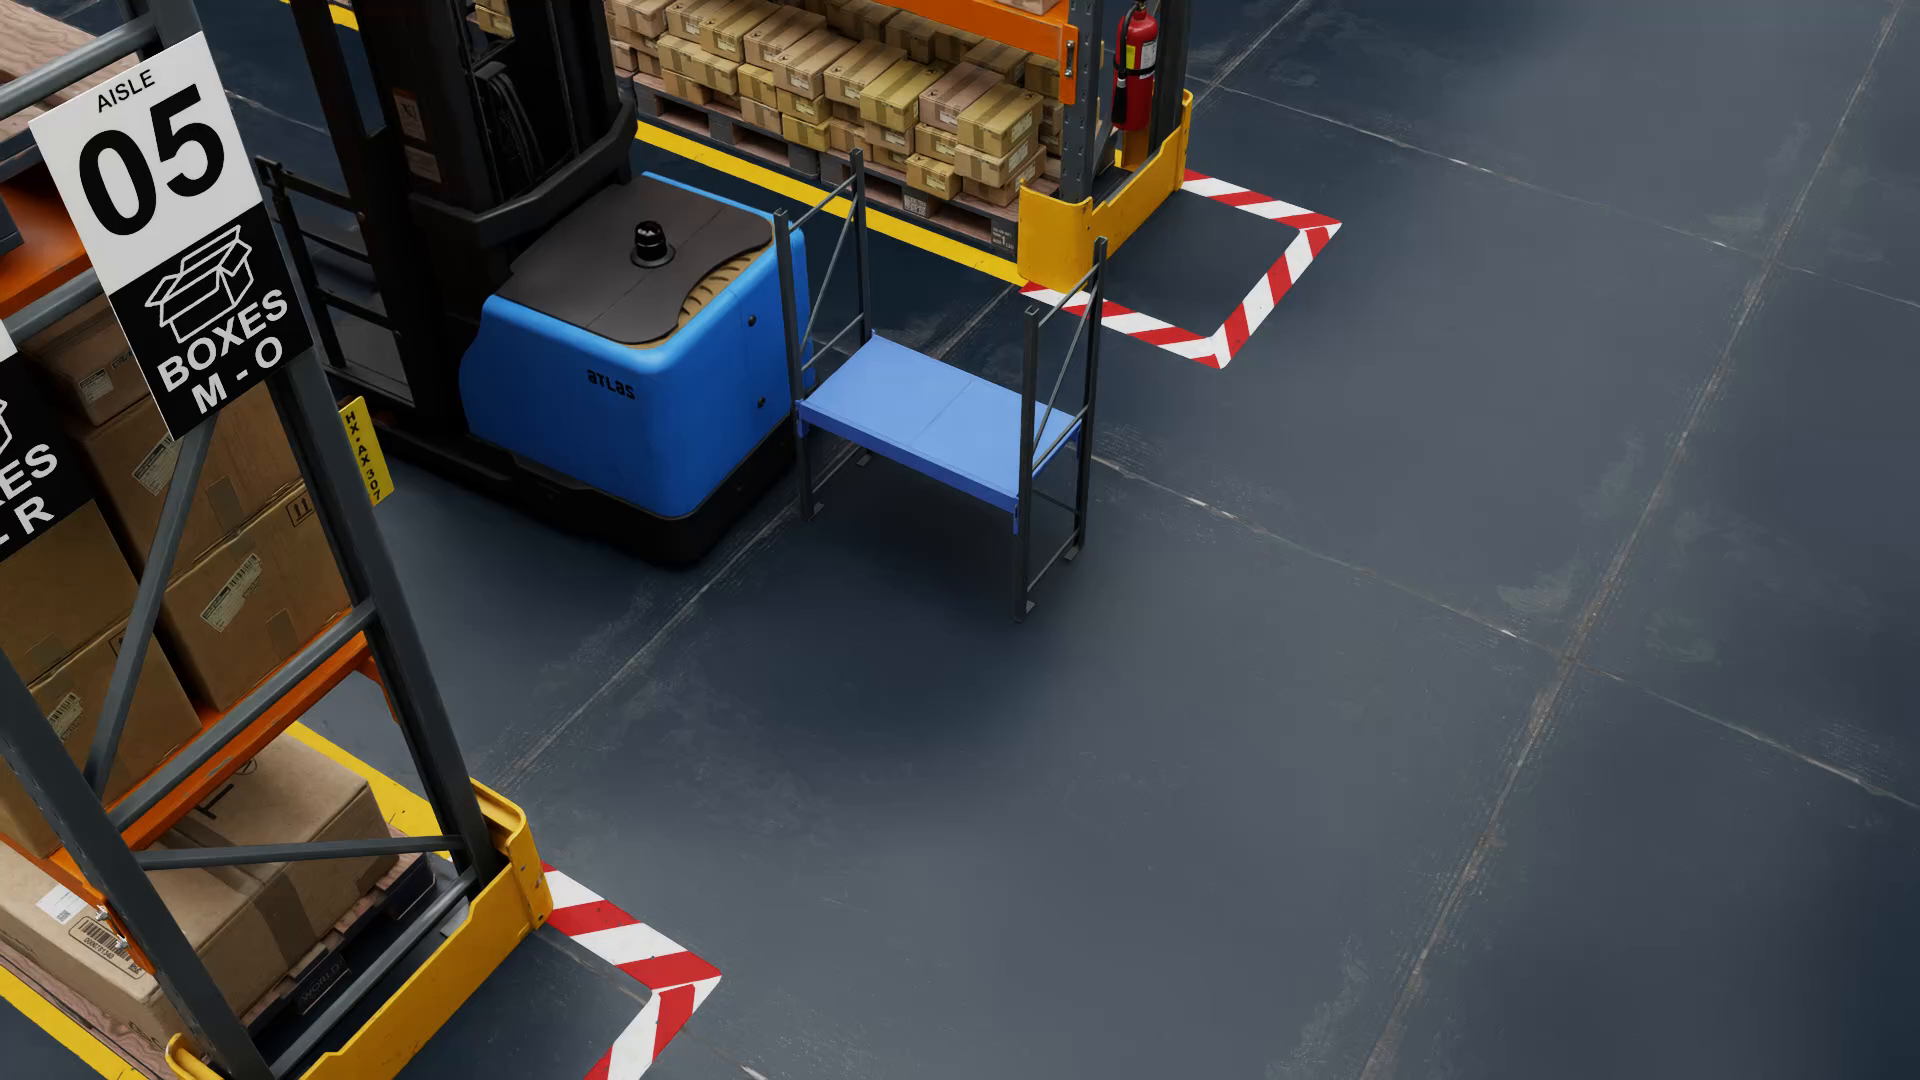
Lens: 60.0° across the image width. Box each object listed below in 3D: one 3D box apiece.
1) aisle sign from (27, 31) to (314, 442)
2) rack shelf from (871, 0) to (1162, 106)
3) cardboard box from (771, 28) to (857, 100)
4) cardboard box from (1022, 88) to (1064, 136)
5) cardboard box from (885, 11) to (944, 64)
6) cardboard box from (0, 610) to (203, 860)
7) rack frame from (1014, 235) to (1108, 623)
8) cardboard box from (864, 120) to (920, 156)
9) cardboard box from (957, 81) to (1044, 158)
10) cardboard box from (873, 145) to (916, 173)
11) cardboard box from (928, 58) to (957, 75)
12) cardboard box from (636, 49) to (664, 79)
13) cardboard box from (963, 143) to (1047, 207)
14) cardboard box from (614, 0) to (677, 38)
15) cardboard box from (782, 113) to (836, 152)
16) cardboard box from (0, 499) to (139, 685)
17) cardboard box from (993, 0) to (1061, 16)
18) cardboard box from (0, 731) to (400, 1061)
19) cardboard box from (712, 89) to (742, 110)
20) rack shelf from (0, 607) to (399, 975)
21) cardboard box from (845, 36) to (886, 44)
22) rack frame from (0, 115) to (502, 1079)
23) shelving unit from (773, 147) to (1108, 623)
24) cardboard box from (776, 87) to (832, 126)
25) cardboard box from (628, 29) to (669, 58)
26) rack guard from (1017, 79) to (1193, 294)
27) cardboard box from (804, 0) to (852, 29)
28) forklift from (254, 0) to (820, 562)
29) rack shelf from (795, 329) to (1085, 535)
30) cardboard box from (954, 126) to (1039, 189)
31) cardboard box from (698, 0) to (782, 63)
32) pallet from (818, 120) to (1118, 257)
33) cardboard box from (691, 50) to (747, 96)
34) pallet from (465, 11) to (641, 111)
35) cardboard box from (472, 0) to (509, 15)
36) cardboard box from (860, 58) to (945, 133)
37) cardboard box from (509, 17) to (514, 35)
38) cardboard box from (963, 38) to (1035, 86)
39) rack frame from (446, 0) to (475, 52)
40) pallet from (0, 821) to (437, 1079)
[{"bbox_3d":[-1.597,-0.607,3.435,0.004,0.787,0.394,25,51,22],"label":"aisle sign"},{"bbox_3d":[-0.910,-3.104,8.177,4.000,0.370,1.077,25,51,22],"label":"rack shelf"},{"bbox_3d":[-0.716,-2.357,8.229,0.250,0.149,0.380,27,51,23],"label":"cardboard box"},{"bbox_3d":[0.471,-2.195,8.279,0.250,0.149,0.380,27,52,24],"label":"cardboard box"},{"bbox_3d":[-0.177,-2.604,8.469,0.250,0.149,0.380,22,50,20],"label":"cardboard box"},{"bbox_3d":[-2.363,0.385,4.215,0.500,0.500,0.500,25,51,22],"label":"cardboard box"},{"bbox_3d":[0.356,-0.359,6.053,0.032,1.500,0.500,25,51,22],"label":"rack frame"},{"bbox_3d":[-0.263,-2.070,8.157,0.250,0.149,0.380,23,50,21],"label":"cardboard box"},{"bbox_3d":[0.191,-1.993,7.875,0.250,0.149,0.380,25,51,23],"label":"cardboard box"},{"bbox_3d":[-0.229,-2.004,8.301,0.250,0.149,0.380,24,51,22],"label":"cardboard box"},{"bbox_3d":[0.017,-2.377,8.455,0.250,0.149,0.380,25,51,23],"label":"cardboard box"},{"bbox_3d":[-1.513,-2.628,8.908,0.250,0.149,0.380,23,50,21],"label":"cardboard box"},{"bbox_3d":[0.218,-1.812,8.114,0.250,0.149,0.380,26,51,23],"label":"cardboard box"},{"bbox_3d":[-1.574,-2.786,8.645,0.250,0.149,0.380,26,51,23],"label":"cardboard box"},{"bbox_3d":[-0.692,-2.153,8.446,0.250,0.149,0.380,23,50,20],"label":"cardboard box"},{"bbox_3d":[-2.348,0.020,3.872,0.500,0.500,0.500,26,51,23],"label":"cardboard box"},{"bbox_3d":[0.347,-2.449,7.213,0.250,0.149,0.380,25,51,22],"label":"cardboard box"},{"bbox_3d":[-2.423,0.998,5.182,0.875,0.438,0.875,23,50,21],"label":"cardboard box"},{"bbox_3d":[-1.084,-2.414,8.699,0.250,0.149,0.380,26,51,23],"label":"cardboard box"},{"bbox_3d":[-3.497,-0.077,5.235,4.000,0.370,1.077,25,51,22],"label":"rack shelf"},{"bbox_3d":[-0.415,-2.587,8.660,0.250,0.149,0.380,22,50,20],"label":"cardboard box"},{"bbox_3d":[-1.814,0.447,4.225,0.127,3.000,1.000,25,51,22],"label":"rack frame"},{"bbox_3d":[-0.072,-0.556,6.244,1.048,1.500,0.538,25,51,22],"label":"shelving unit"},{"bbox_3d":[-0.706,-2.262,8.344,0.250,0.149,0.380,25,51,23],"label":"cardboard box"},{"bbox_3d":[-1.531,-2.709,8.779,0.250,0.149,0.380,27,52,24],"label":"cardboard box"},{"bbox_3d":[0.710,-1.739,8.091,0.348,0.500,1.175,25,51,22],"label":"rack guard"},{"bbox_3d":[-0.602,-2.847,8.705,0.250,0.149,0.380,25,51,23],"label":"cardboard box"},{"bbox_3d":[-2.126,-1.718,6.375,3.031,2.935,1.130,22,50,20],"label":"forklift"},{"bbox_3d":[-0.072,-0.430,6.373,1.000,0.185,0.538,25,51,22],"label":"rack shelf"},{"bbox_3d":[0.175,-1.869,7.963,0.250,0.149,0.380,23,50,21],"label":"cardboard box"},{"bbox_3d":[-1.114,-2.611,8.476,0.250,0.149,0.380,25,51,22],"label":"cardboard box"},{"bbox_3d":[0.045,-1.974,8.521,1.213,0.211,1.003,25,51,22],"label":"pallet"},{"bbox_3d":[-1.158,-2.463,8.539,0.250,0.149,0.380,25,51,22],"label":"cardboard box"},{"bbox_3d":[-2.009,-2.919,9.439,1.213,0.211,1.003,25,51,22],"label":"pallet"},{"bbox_3d":[-2.461,-3.052,9.112,0.250,0.149,0.380,27,52,24],"label":"cardboard box"},{"bbox_3d":[-0.276,-2.149,8.026,0.250,0.149,0.380,24,50,21],"label":"cardboard box"},{"bbox_3d":[-2.236,-2.844,9.117,0.250,0.149,0.380,26,51,23],"label":"cardboard box"},{"bbox_3d":[0.219,-2.383,8.254,0.250,0.149,0.380,26,51,23],"label":"cardboard box"},{"bbox_3d":[-2.593,-4.130,8.671,0.127,3.000,1.000,25,51,22],"label":"rack frame"},{"bbox_3d":[-2.529,1.156,5.480,1.213,0.211,1.003,25,51,22],"label":"pallet"}]
